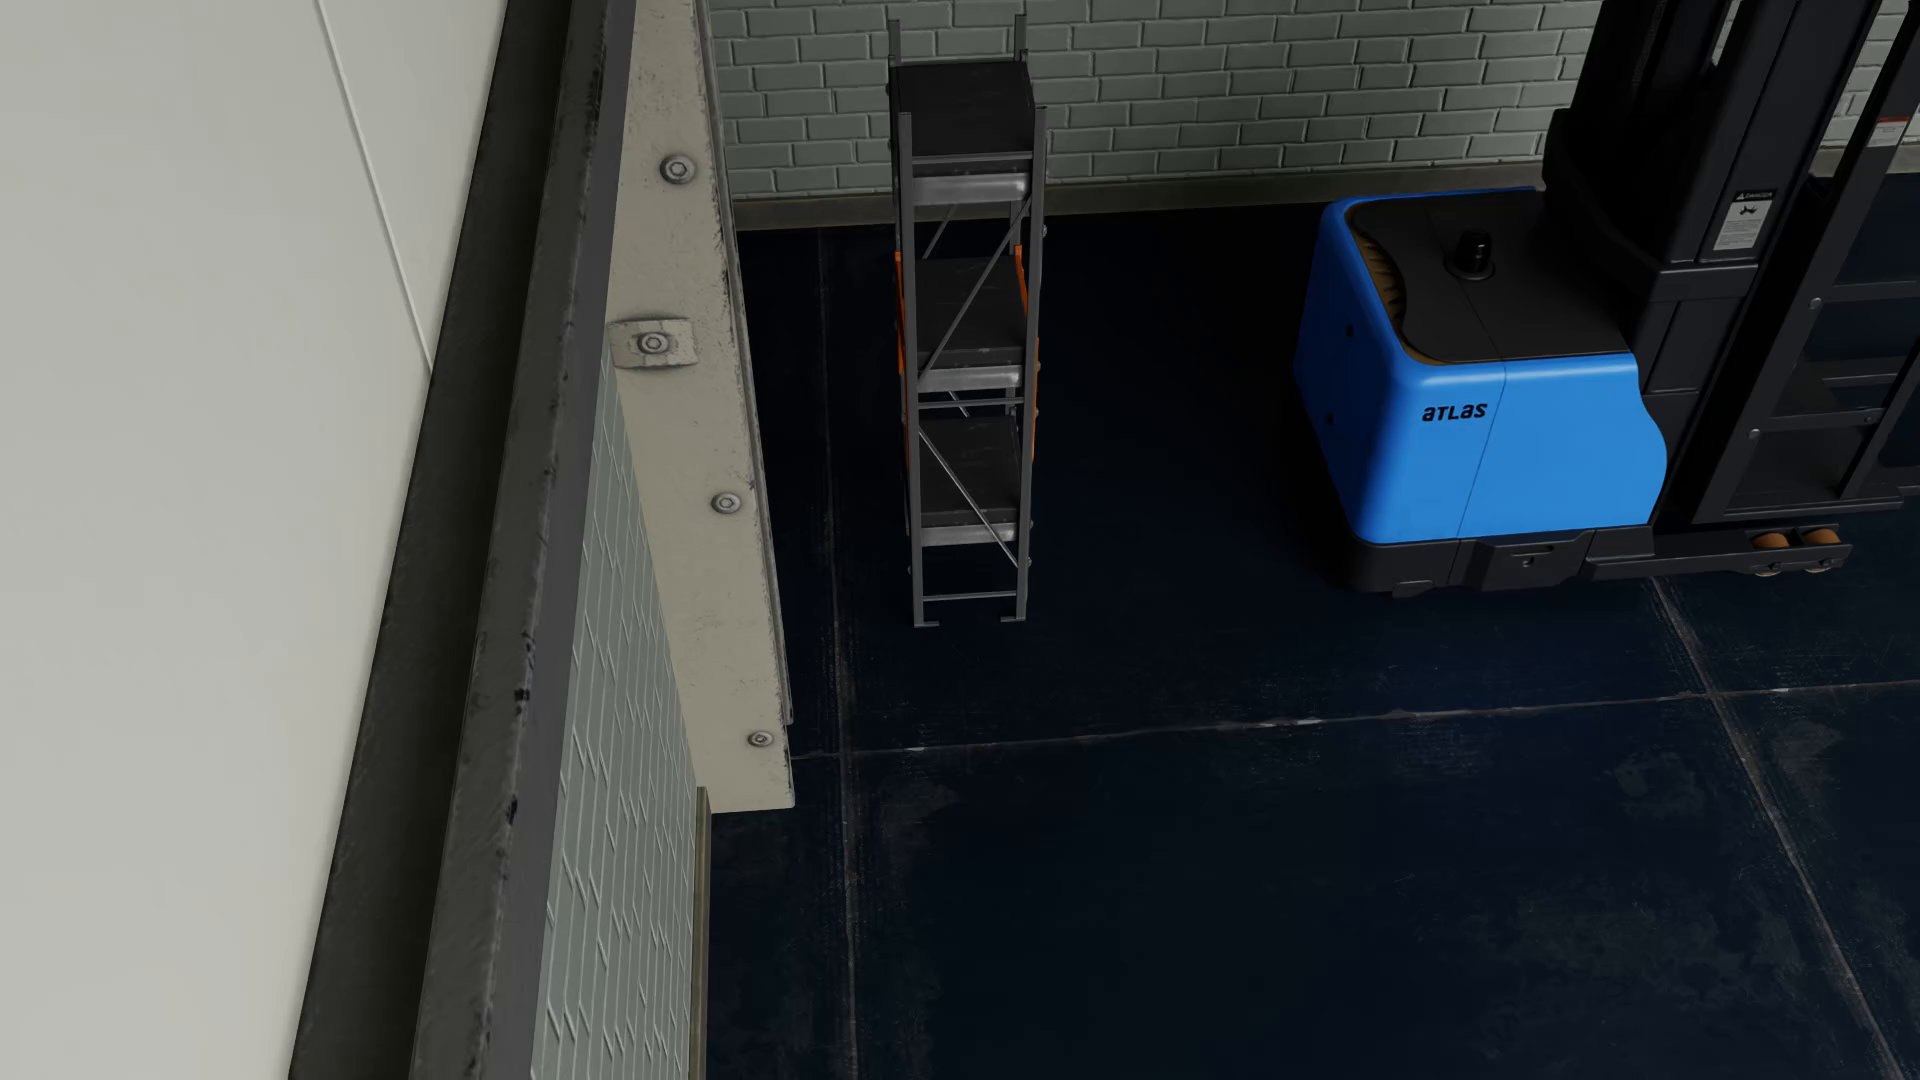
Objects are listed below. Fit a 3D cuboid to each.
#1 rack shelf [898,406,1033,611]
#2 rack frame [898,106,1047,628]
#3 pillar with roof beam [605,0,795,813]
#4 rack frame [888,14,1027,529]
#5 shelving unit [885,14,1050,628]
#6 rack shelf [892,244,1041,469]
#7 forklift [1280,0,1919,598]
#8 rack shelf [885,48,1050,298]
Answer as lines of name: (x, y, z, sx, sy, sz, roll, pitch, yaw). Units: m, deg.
rack shelf: (0.014, -0.112, 5.892, 0.431, 0.518, 0.480, -3, 47, -3)
rack frame: (0.034, -0.426, 5.207, 0.400, 2.100, 0.015, -3, 47, -3)
pillar with roof beam: (3.580, -2.618, 2.532, 9.100, 9.000, 0.400, -3, 47, -3)
rack frame: (-0.007, -0.779, 5.541, 0.400, 2.100, 0.015, -3, 47, -3)
shelving unit: (0.014, -0.602, 5.374, 0.431, 2.100, 0.503, -3, 47, -3)
rack shelf: (0.014, -0.593, 5.384, 0.431, 0.518, 0.480, -3, 47, -3)
forklift: (2.824, -1.254, 5.419, 3.031, 2.935, 1.130, -4, 47, -4)
rack shelf: (0.014, -1.074, 4.876, 0.431, 0.518, 0.480, -3, 47, -3)
